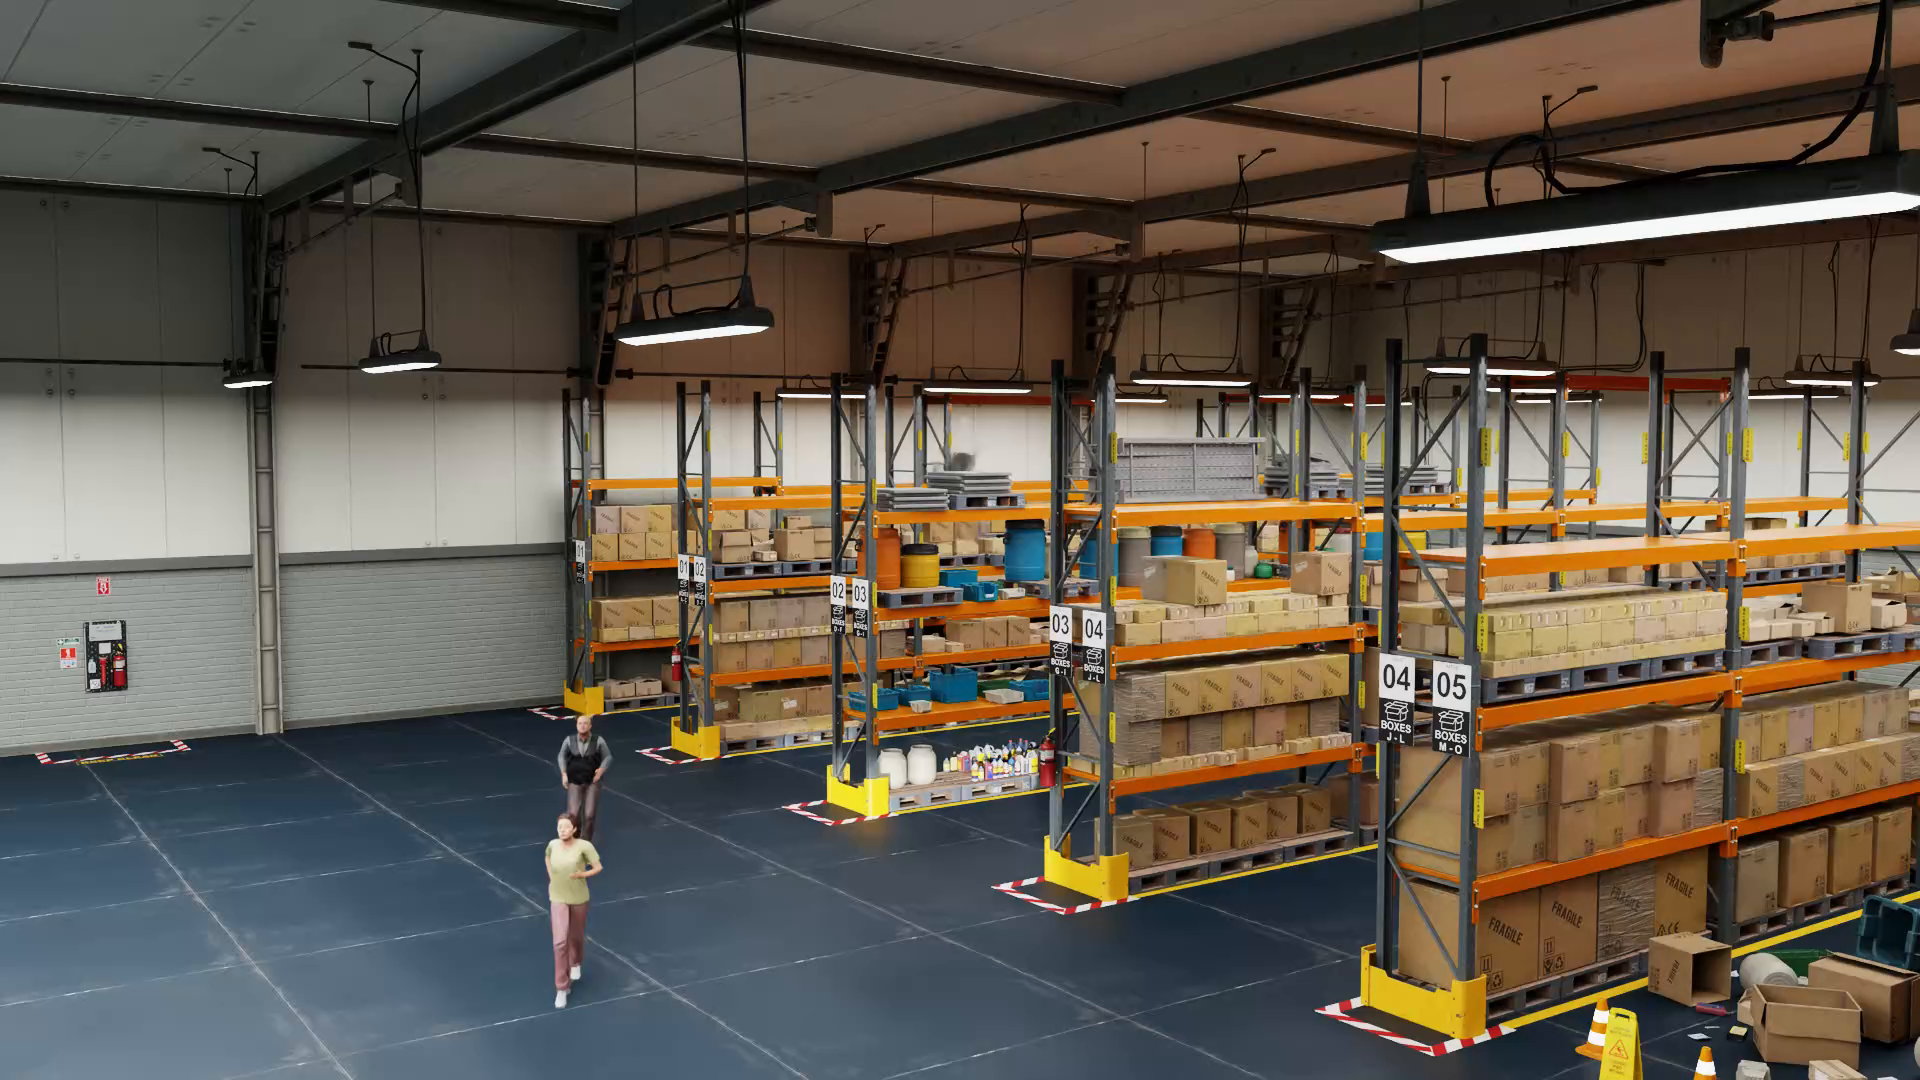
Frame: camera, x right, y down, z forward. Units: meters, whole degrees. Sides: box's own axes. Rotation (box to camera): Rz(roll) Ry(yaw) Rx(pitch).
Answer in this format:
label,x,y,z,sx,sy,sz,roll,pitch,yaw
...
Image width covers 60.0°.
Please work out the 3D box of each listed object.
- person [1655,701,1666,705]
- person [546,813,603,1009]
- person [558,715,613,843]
label,x,y,z,sx,sy,sz,roll,pitch,yaw
person,9.196,2.935,22.077,0.557,1.606,0.593,-3,5,-37
person,-3.562,3.344,15.316,0.555,1.703,0.874,0,4,-4
person,-4.623,3.006,20.504,0.672,1.689,0.571,-1,4,-10
